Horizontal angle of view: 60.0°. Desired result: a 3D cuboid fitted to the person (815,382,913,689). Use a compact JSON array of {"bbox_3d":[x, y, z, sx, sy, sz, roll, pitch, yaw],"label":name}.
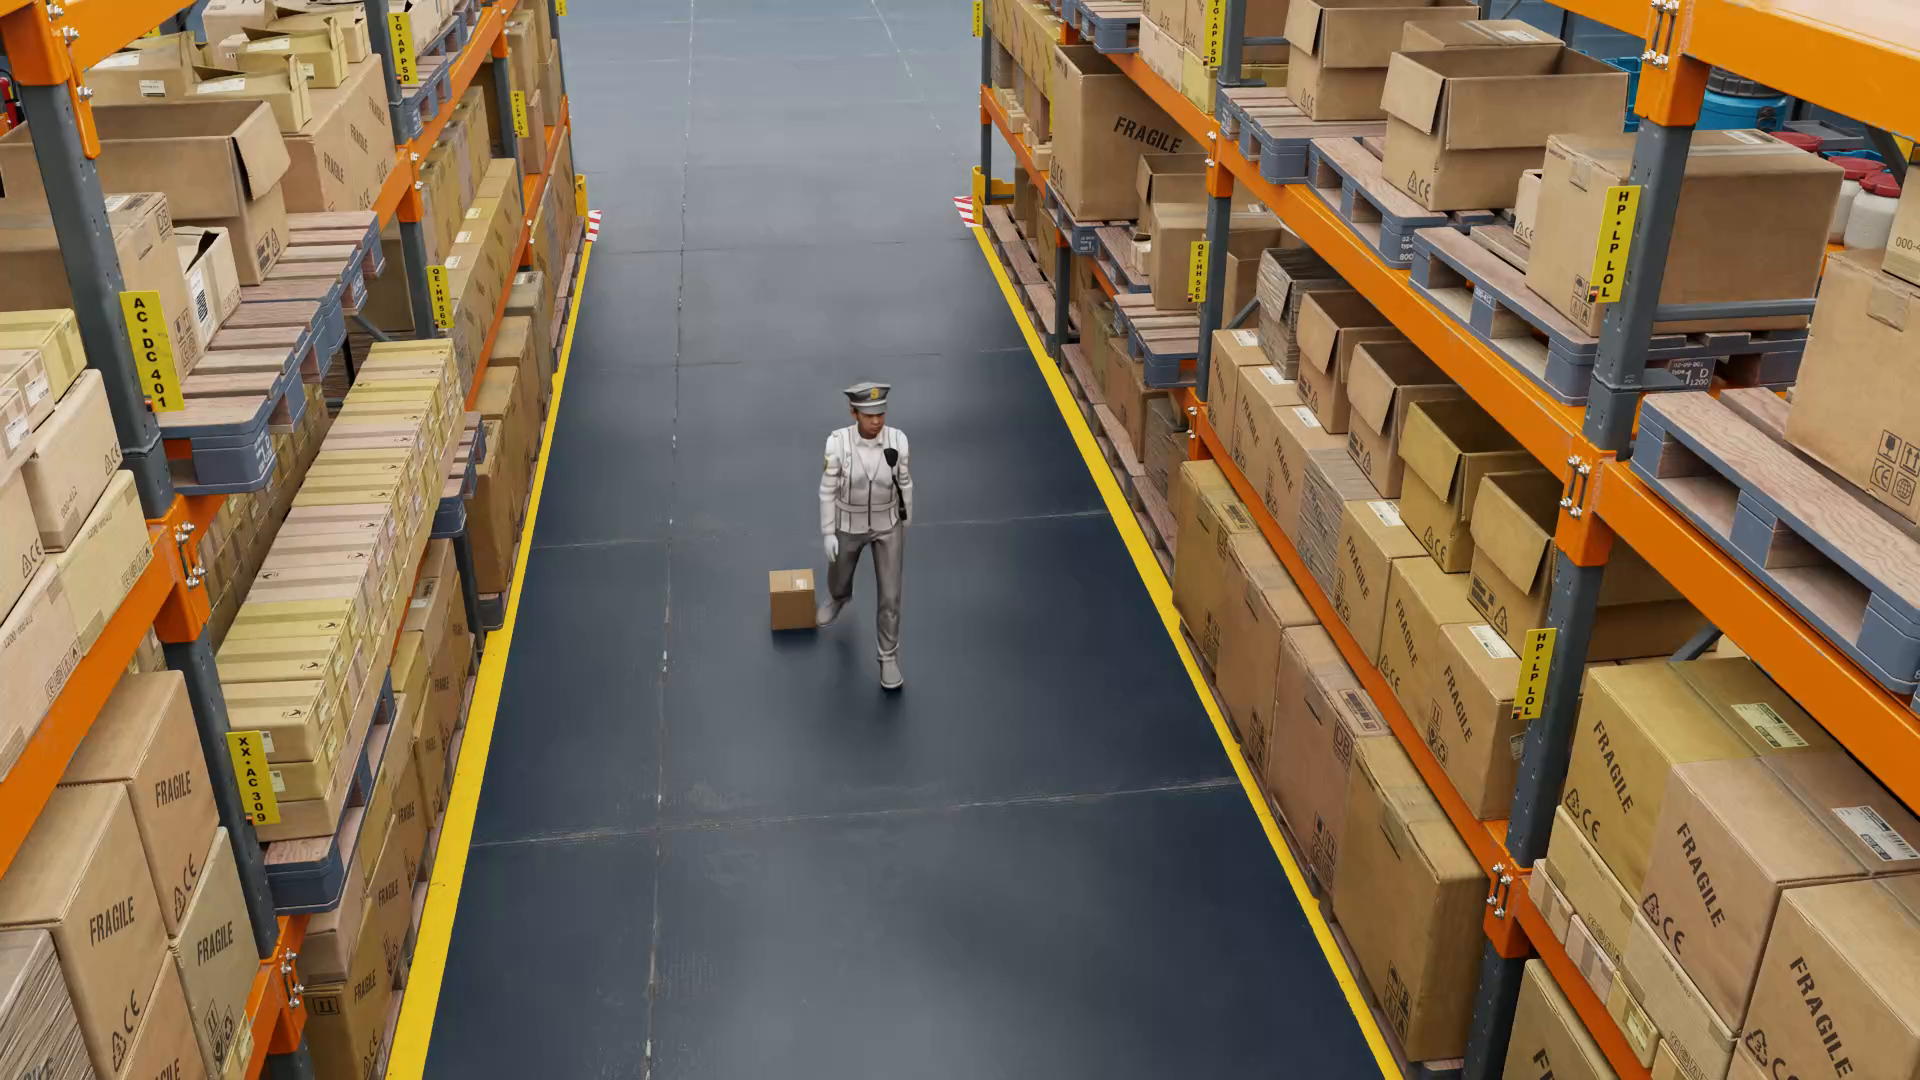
[{"bbox_3d":[-0.512,-0.106,8.767,0.527,1.666,0.784,-4,28,-7],"label":"person"}]
